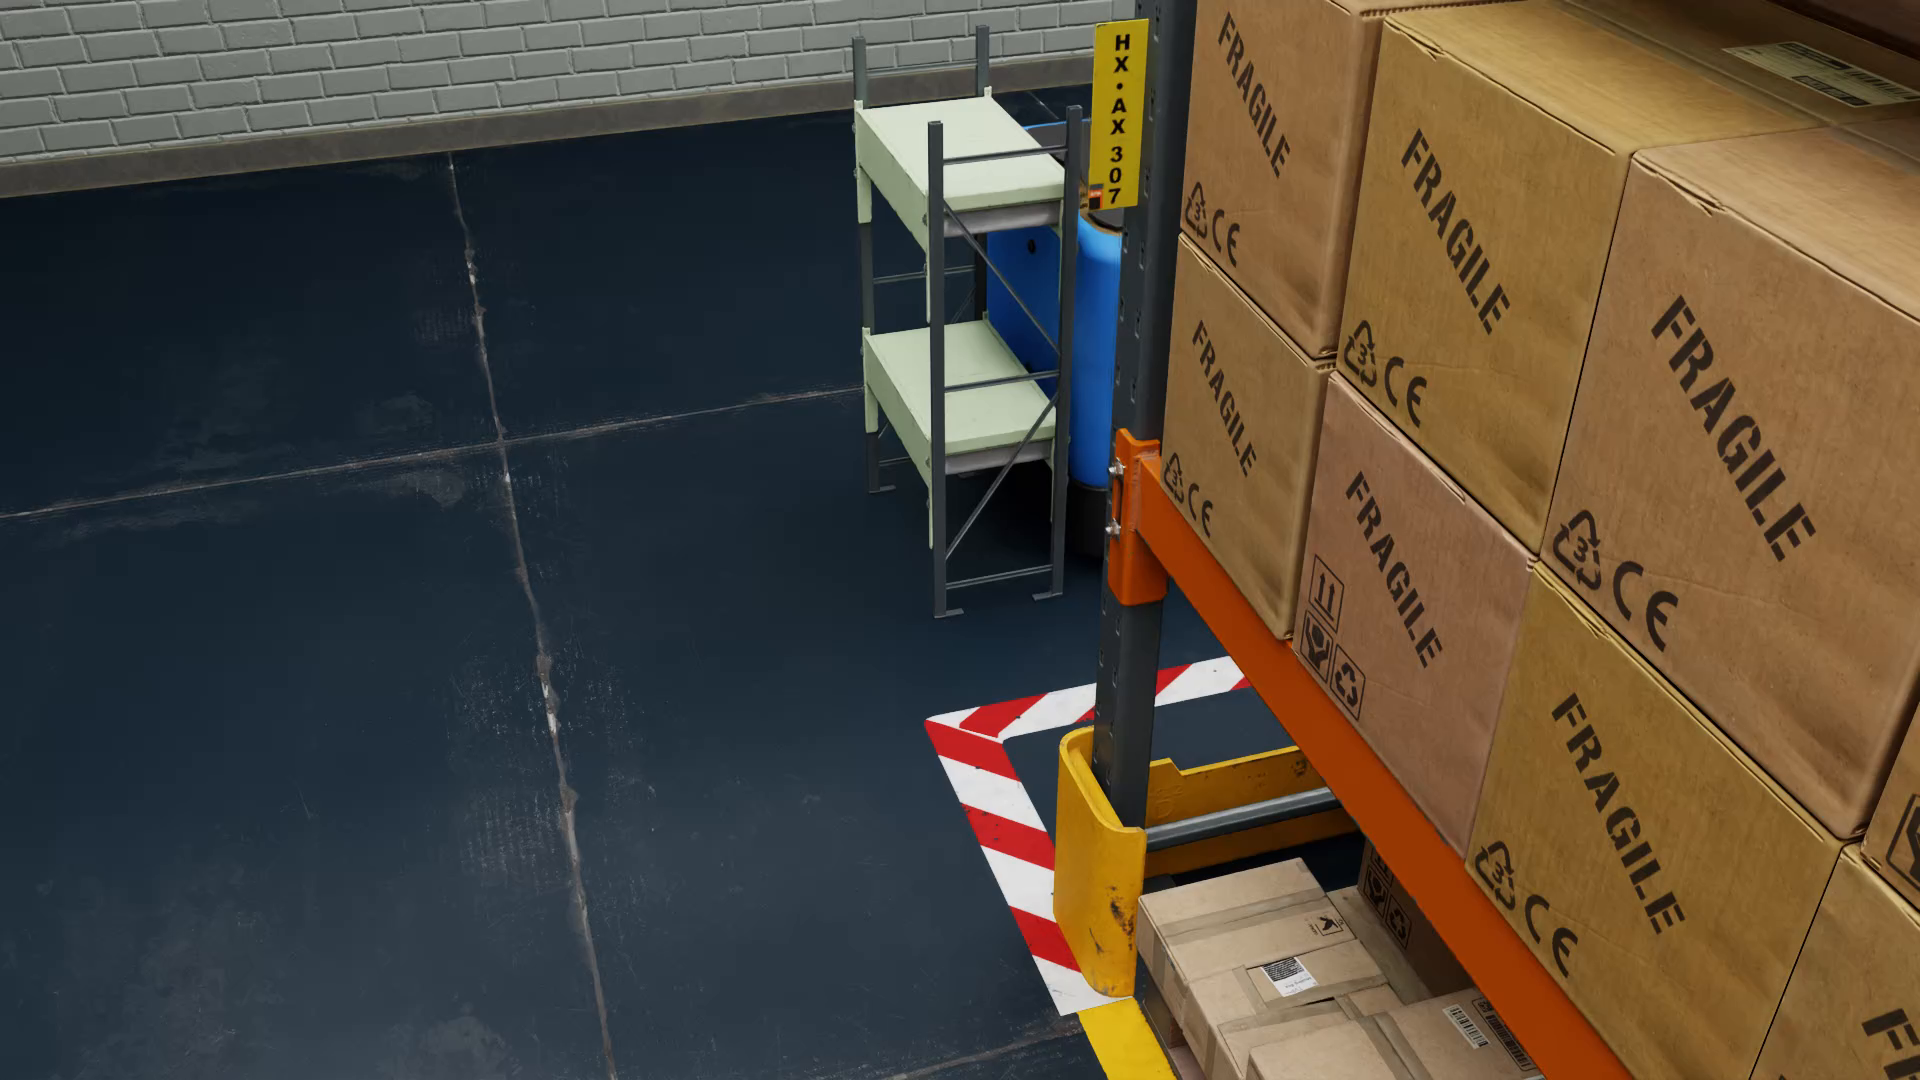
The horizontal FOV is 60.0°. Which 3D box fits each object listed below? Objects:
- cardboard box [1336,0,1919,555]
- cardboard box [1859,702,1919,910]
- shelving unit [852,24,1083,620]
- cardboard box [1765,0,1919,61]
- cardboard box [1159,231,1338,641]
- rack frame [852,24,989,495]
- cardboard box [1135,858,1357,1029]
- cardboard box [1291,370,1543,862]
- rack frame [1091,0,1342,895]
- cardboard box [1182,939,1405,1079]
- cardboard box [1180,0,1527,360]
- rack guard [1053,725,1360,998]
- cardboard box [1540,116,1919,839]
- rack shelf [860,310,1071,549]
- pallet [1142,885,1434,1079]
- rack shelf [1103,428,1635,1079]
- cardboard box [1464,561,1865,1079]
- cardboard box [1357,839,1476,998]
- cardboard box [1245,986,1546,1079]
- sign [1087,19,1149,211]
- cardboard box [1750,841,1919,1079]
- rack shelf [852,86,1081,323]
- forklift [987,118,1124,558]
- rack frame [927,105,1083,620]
[{"bbox_3d":[0.839,-0.358,2.074,0.500,0.500,0.500,-10,35,-14],"label":"cardboard box"},{"bbox_3d":[1.143,0.172,1.272,0.500,0.500,0.500,-10,35,-15],"label":"cardboard box"},{"bbox_3d":[0.002,-0.622,4.831,0.431,1.500,0.755,-10,35,-15],"label":"shelving unit"},{"bbox_3d":[1.340,-0.456,2.222,0.500,0.500,0.500,-9,35,-13],"label":"cardboard box"},{"bbox_3d":[0.672,-0.214,2.763,0.500,0.500,0.500,-9,35,-14],"label":"cardboard box"},{"bbox_3d":[-0.110,-0.814,5.122,0.400,1.500,0.023,-10,35,-15],"label":"rack frame"},{"bbox_3d":[0.588,0.834,3.455,0.380,0.149,0.250,-10,35,-15],"label":"cardboard box"},{"bbox_3d":[0.835,0.056,2.354,0.500,0.500,0.500,-10,35,-15],"label":"cardboard box"},{"bbox_3d":[0.788,-0.450,3.210,1.000,3.000,0.127,-10,35,-15],"label":"rack frame"},{"bbox_3d":[0.665,0.957,3.251,0.380,0.166,0.250,-10,35,-15],"label":"cardboard box"},{"bbox_3d":[0.672,-0.632,2.487,0.500,0.500,0.500,-9,35,-13],"label":"cardboard box"},{"bbox_3d":[0.811,0.633,3.839,1.175,0.500,0.348,-10,35,-15],"label":"rack guard"},{"bbox_3d":[0.987,-0.095,1.675,0.500,0.500,0.500,-10,35,-14],"label":"cardboard box"},{"bbox_3d":[0.002,-0.350,5.011,0.431,0.370,0.720,-10,35,-15],"label":"rack shelf"},{"bbox_3d":[1.055,1.172,3.285,1.003,0.211,1.213,-10,35,-15],"label":"pallet"},{"bbox_3d":[1.398,0.900,1.819,1.077,0.370,4.000,-10,35,-15],"label":"rack shelf"},{"bbox_3d":[0.985,0.320,1.955,0.500,0.500,0.500,-10,35,-15],"label":"cardboard box"},{"bbox_3d":[1.188,0.653,3.409,0.500,0.500,0.500,-10,35,-15],"label":"cardboard box"},{"bbox_3d":[0.836,1.109,2.945,0.500,0.250,0.500,-10,35,-15],"label":"cardboard box"},{"bbox_3d":[0.271,-0.720,2.833,0.100,0.325,0.005,-10,35,-15],"label":"sign"},{"bbox_3d":[1.136,0.582,1.557,0.500,0.500,0.500,-10,35,-14],"label":"cardboard box"},{"bbox_3d":[0.002,-0.948,4.616,0.431,0.370,0.720,-10,35,-15],"label":"rack shelf"},{"bbox_3d":[1.610,-1.648,5.085,3.031,2.935,1.130,-11,35,-16],"label":"forklift"},{"bbox_3d":[0.114,-0.430,4.540,0.400,1.500,0.023,-10,35,-15],"label":"rack frame"}]
